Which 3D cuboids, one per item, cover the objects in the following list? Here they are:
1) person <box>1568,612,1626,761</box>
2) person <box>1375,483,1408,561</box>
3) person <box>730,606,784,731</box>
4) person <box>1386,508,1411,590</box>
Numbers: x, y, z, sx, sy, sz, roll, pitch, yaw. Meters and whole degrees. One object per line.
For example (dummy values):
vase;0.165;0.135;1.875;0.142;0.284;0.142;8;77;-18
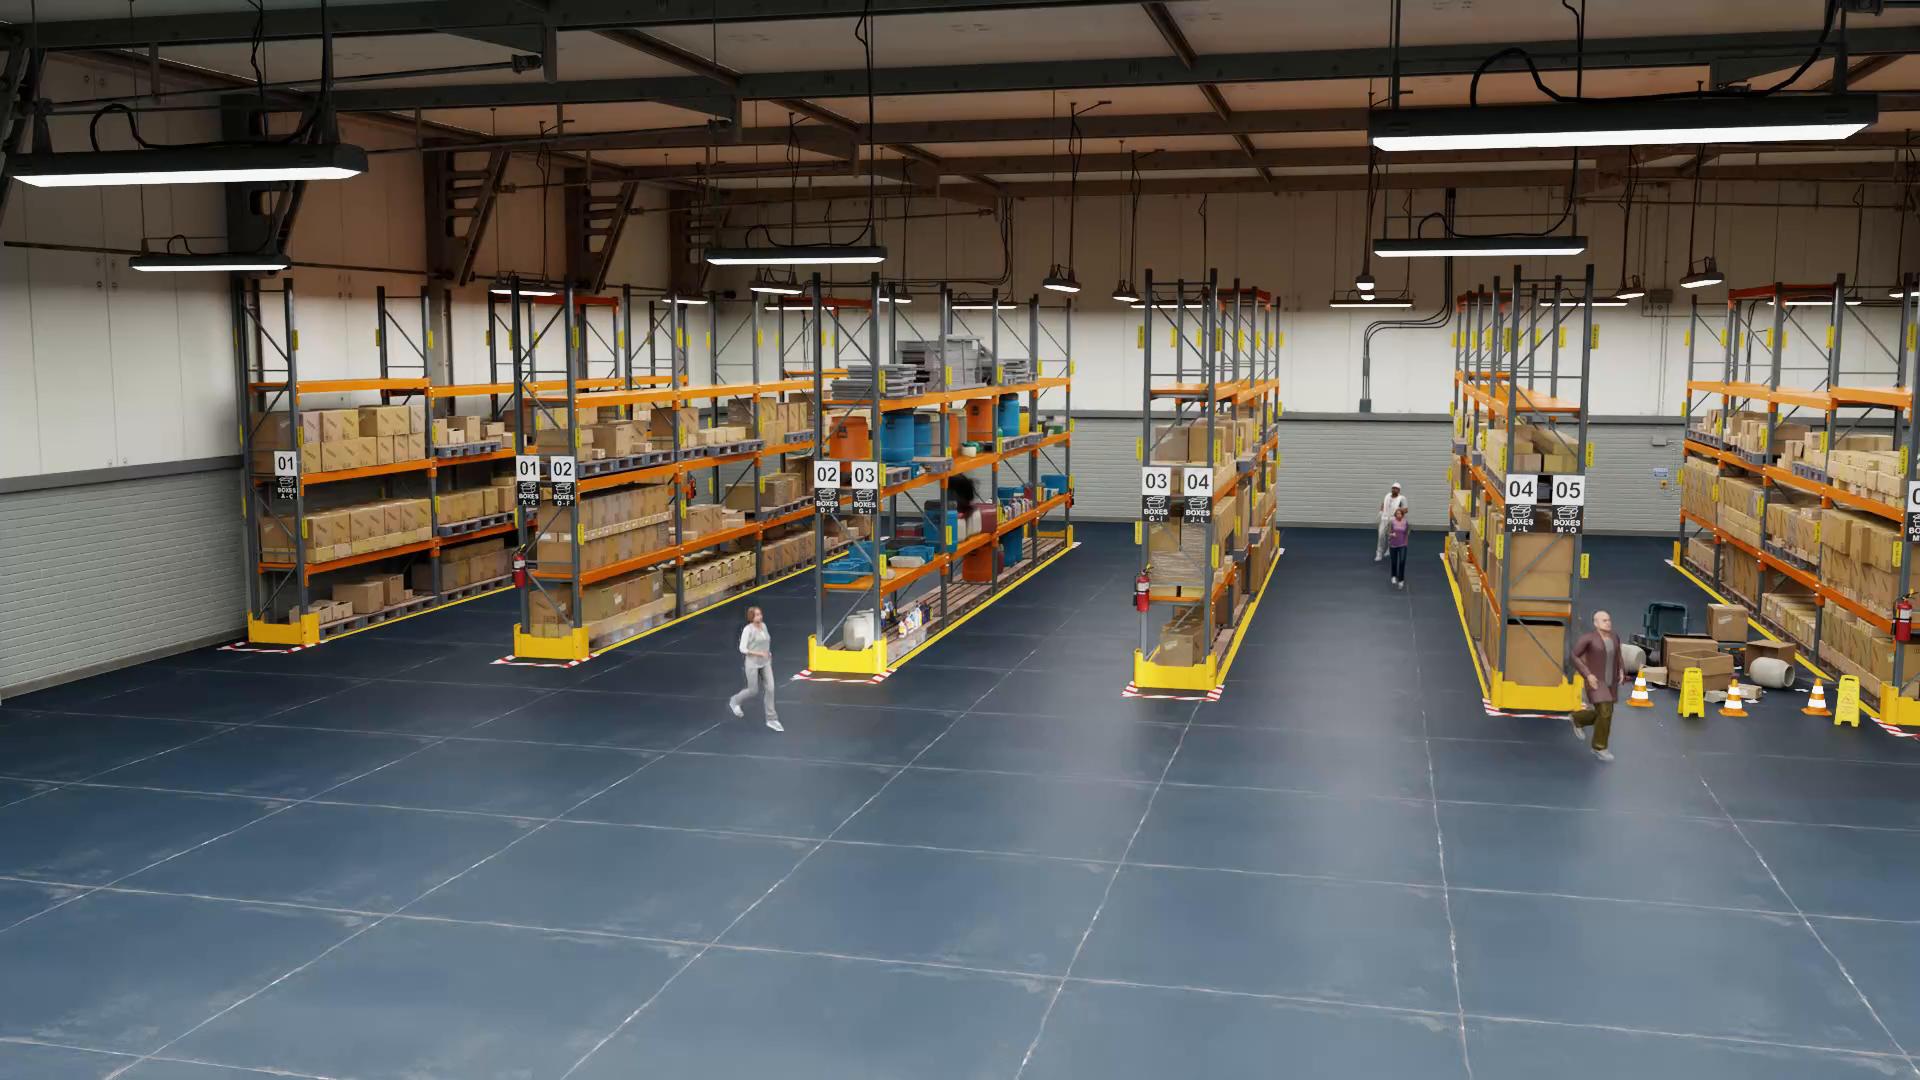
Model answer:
person;7.691;1.731;20.167;0.710;1.789;0.811;-3;7;-21
person;9.816;-0.419;37.871;0.721;1.759;0.917;5;8;34
person;-2.633;1.639;21.536;0.900;1.591;0.554;6;9;40
person;8.900;0.156;33.803;0.484;1.631;0.793;2;7;14
